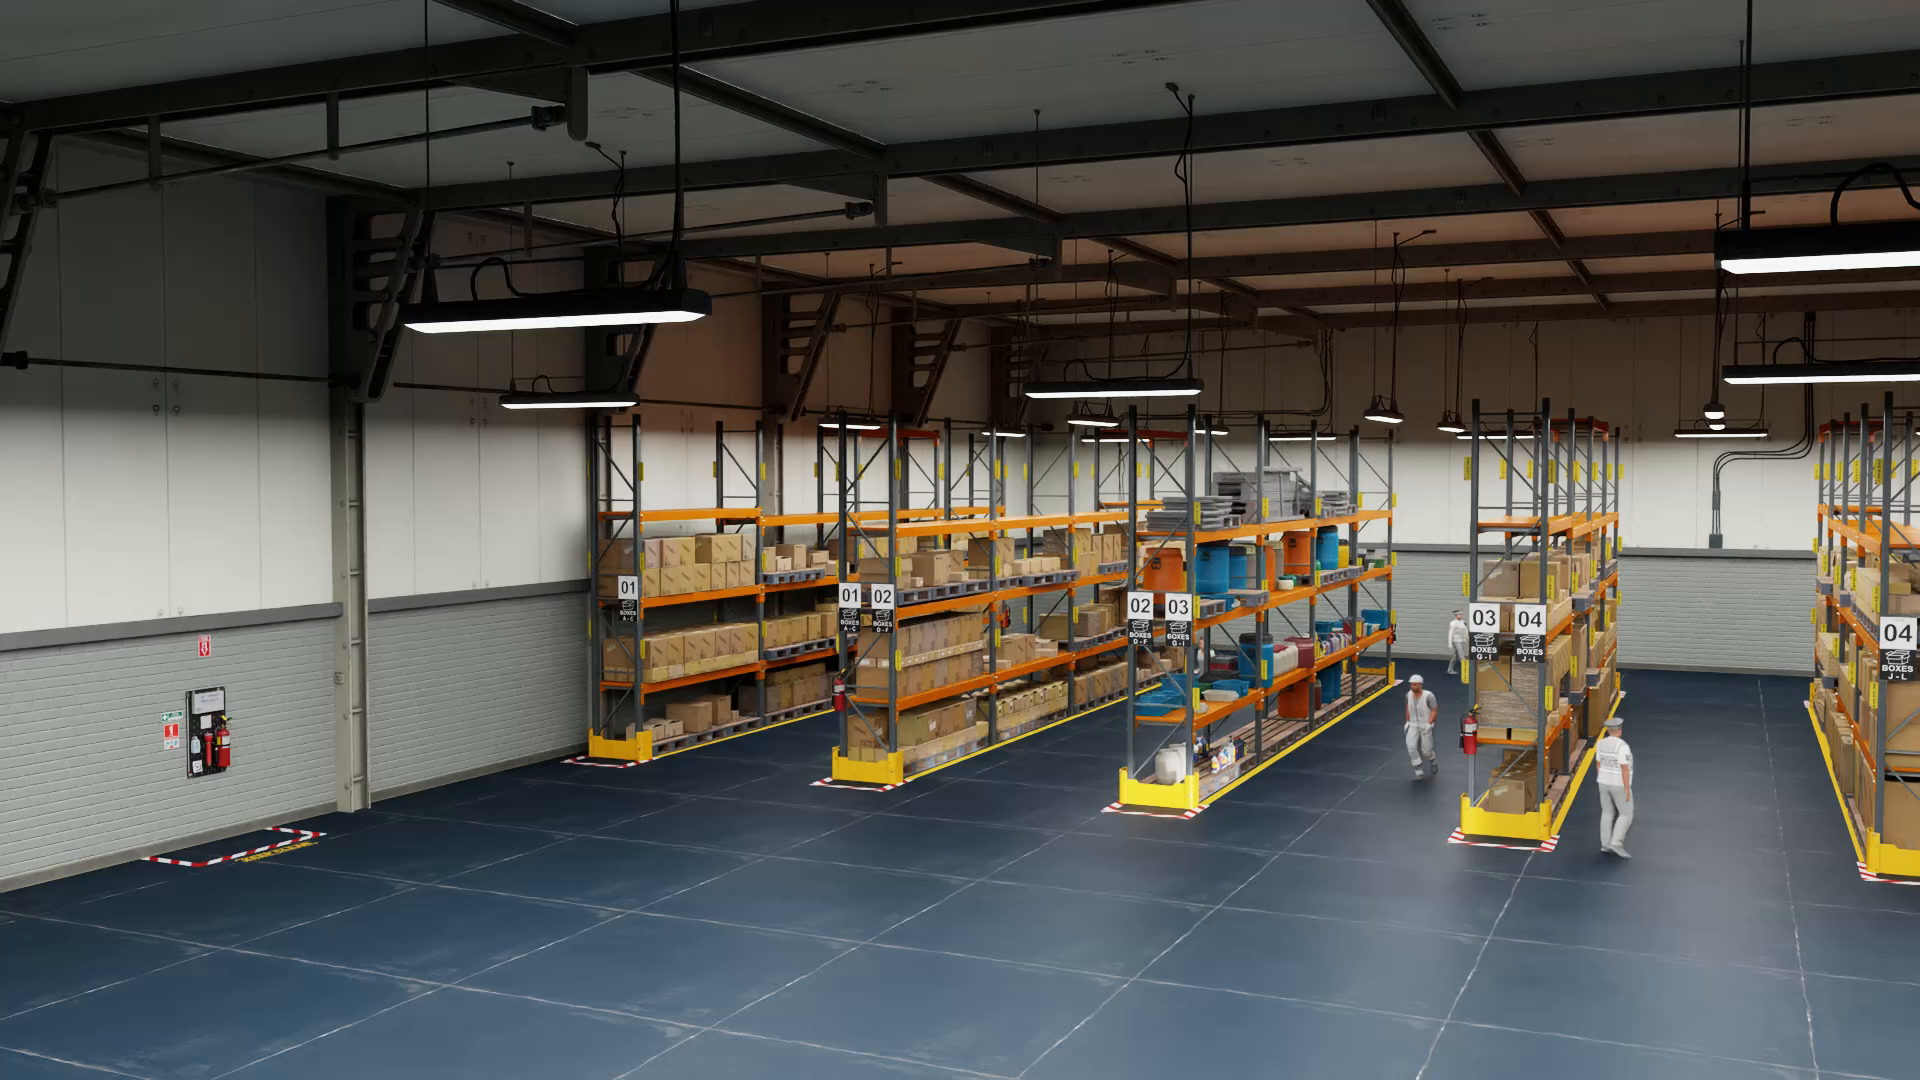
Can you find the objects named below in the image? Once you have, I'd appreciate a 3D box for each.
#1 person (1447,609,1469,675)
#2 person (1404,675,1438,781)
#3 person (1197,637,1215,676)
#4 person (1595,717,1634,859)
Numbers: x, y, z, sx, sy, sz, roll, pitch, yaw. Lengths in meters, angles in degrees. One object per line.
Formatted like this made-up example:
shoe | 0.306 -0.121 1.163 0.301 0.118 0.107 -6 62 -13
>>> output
person | 12.250 2.499 40.612 0.508 1.644 0.921 -1 3 -32
person | 7.535 3.038 27.200 0.592 1.698 0.796 2 3 36
person | 5.141 2.785 34.095 0.647 1.644 0.498 -2 3 -44
person | 8.593 3.249 21.797 0.482 1.817 0.642 -1 3 -29
